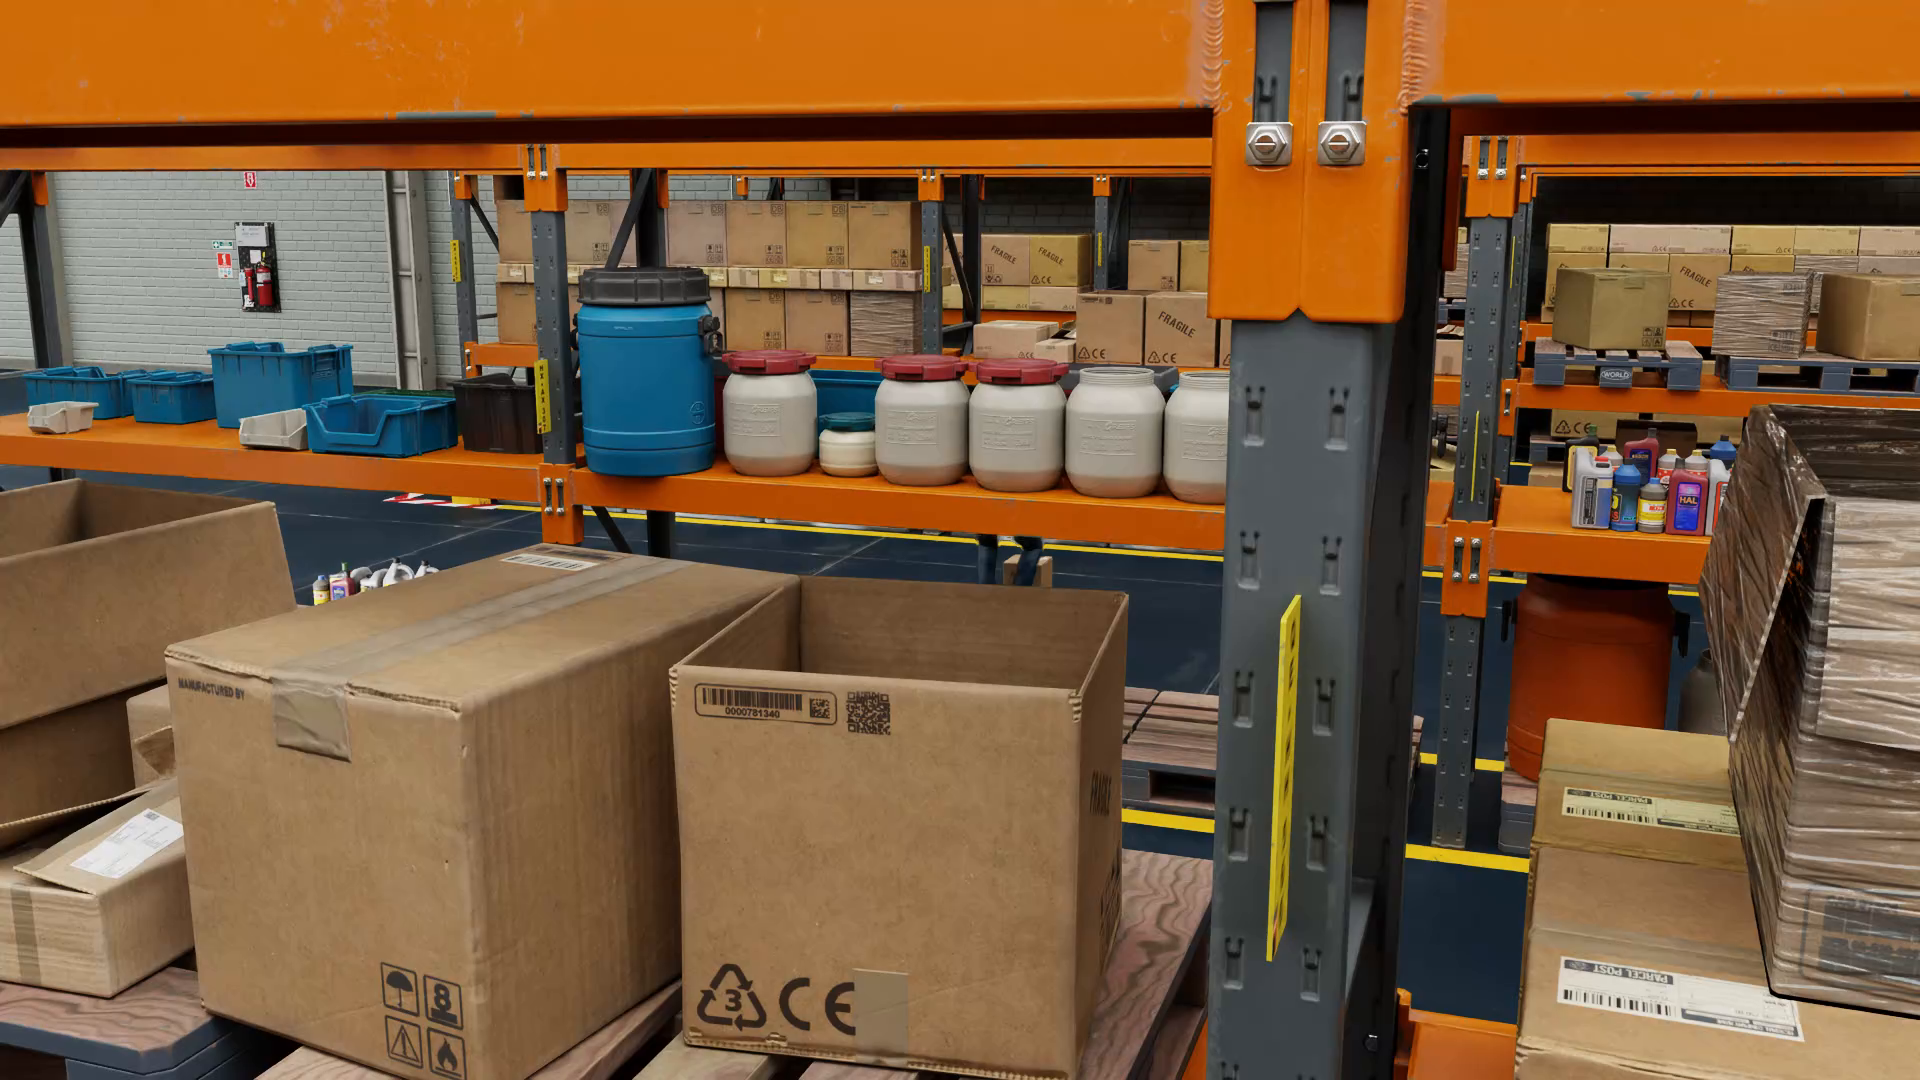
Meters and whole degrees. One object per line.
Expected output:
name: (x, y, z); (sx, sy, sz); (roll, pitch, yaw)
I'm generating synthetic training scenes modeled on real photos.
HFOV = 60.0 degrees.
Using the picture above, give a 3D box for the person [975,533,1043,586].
person: (0.264, -0.147, 10.067); (0.462, 1.227, 0.688); (4, 13, 19)
